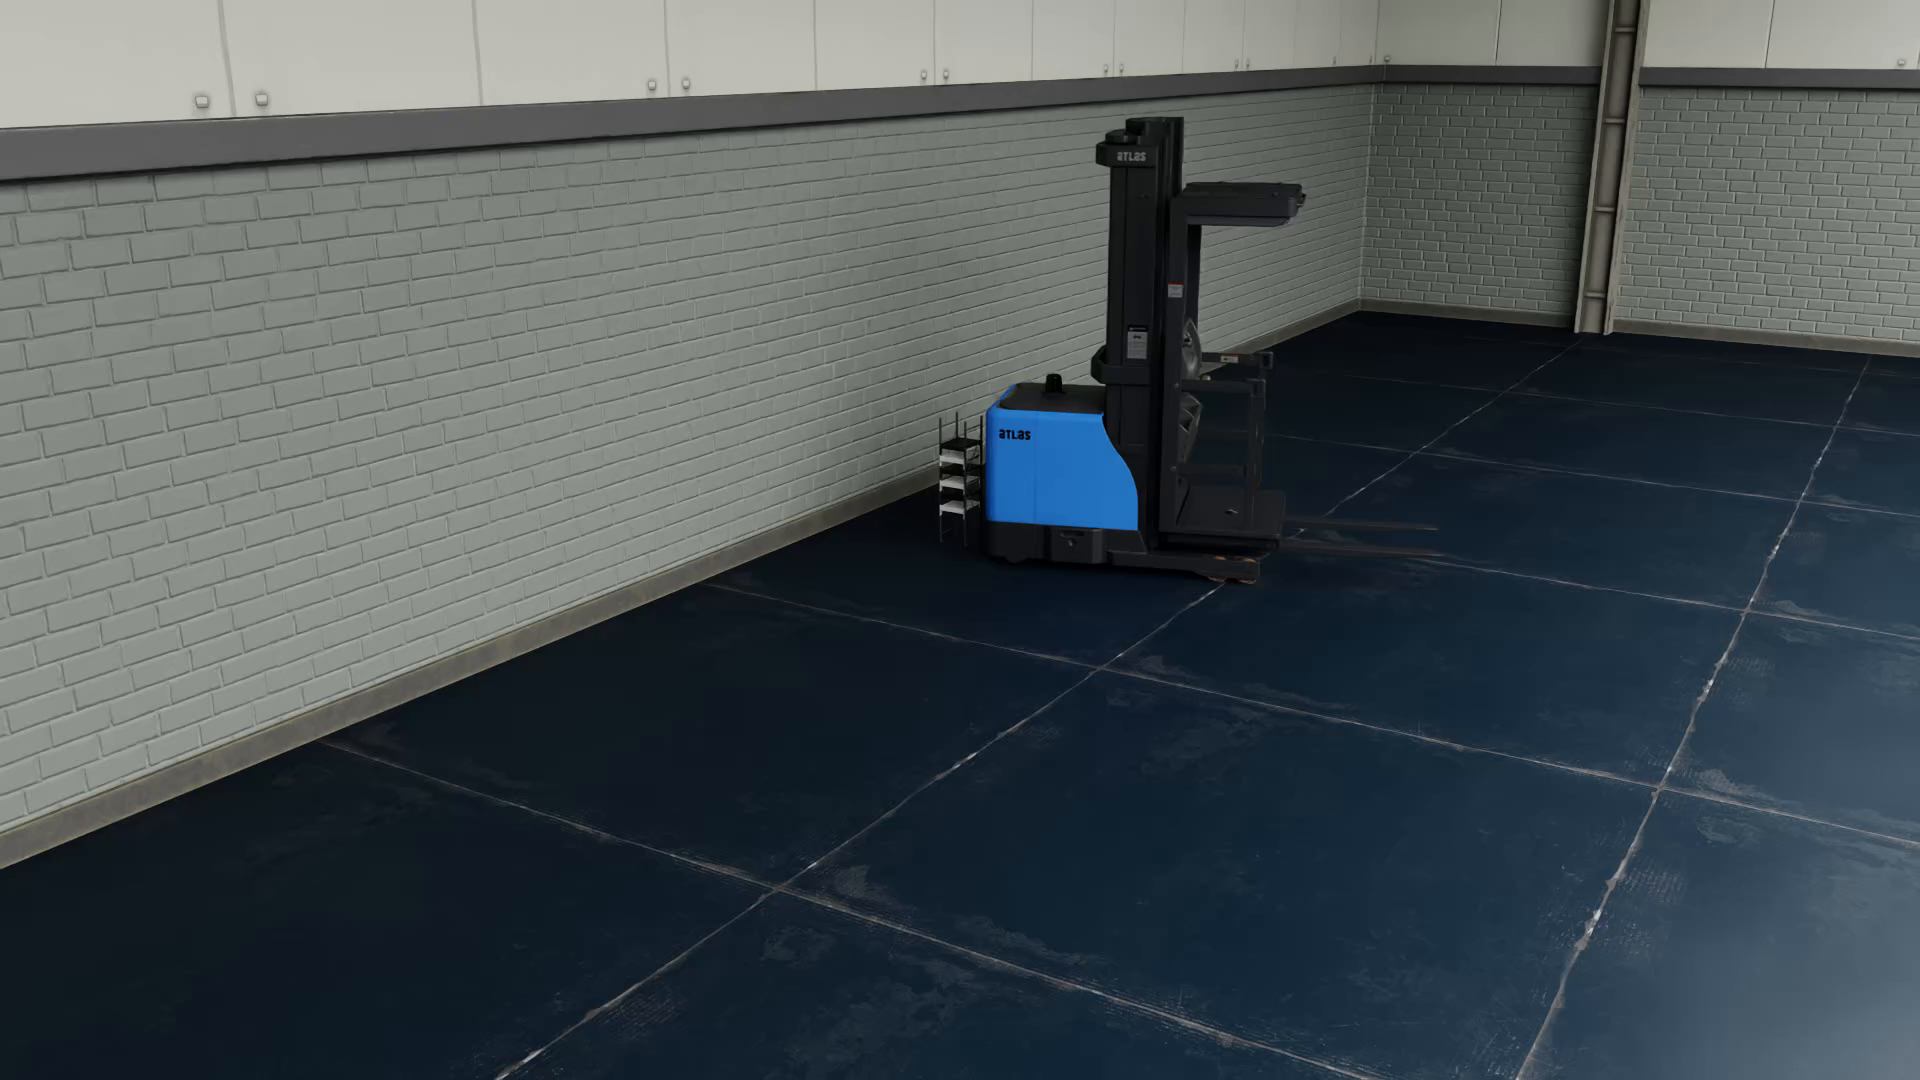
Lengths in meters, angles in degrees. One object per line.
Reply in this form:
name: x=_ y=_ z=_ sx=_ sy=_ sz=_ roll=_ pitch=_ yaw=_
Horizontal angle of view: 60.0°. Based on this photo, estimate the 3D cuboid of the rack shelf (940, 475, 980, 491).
rack shelf: x=0.007 y=-0.397 z=11.756 sx=0.200 sy=0.077 sz=0.258 roll=10 pitch=20 yaw=30

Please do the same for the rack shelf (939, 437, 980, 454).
rack shelf: x=0.007 y=-0.656 z=11.678 sx=0.200 sy=0.077 sz=0.258 roll=10 pitch=20 yaw=30

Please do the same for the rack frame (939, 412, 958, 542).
rack frame: x=-0.080 y=-0.445 z=11.797 sx=0.006 sy=0.900 sz=0.240 roll=10 pitch=20 yaw=30

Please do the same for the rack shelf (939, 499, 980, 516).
rack shelf: x=0.007 y=-0.225 z=11.808 sx=0.200 sy=0.077 sz=0.258 roll=10 pitch=20 yaw=30

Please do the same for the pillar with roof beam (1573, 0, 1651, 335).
pillar with roof beam: x=5.446 y=-5.772 z=15.402 sx=0.400 sy=9.000 sz=9.100 roll=10 pitch=20 yaw=30

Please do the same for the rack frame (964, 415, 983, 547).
rack frame: x=0.094 y=-0.414 z=11.695 sx=0.006 sy=0.900 sz=0.240 roll=10 pitch=20 yaw=30

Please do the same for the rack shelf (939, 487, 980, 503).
rack shelf: x=0.007 y=-0.311 z=11.782 sx=0.200 sy=0.077 sz=0.258 roll=10 pitch=20 yaw=30

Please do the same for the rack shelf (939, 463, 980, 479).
rack shelf: x=0.007 y=-0.484 z=11.730 sx=0.200 sy=0.077 sz=0.258 roll=10 pitch=20 yaw=30

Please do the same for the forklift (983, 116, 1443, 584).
forklift: x=1.730 y=-1.282 z=11.059 sx=3.031 sy=2.935 sz=1.130 roll=4 pitch=17 yaw=12

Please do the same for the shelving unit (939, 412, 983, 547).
shelving unit: x=0.007 y=-0.429 z=11.746 sx=0.210 sy=0.900 sz=0.258 roll=10 pitch=20 yaw=30

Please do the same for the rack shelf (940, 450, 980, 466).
rack shelf: x=0.007 y=-0.570 z=11.704 sx=0.200 sy=0.077 sz=0.258 roll=10 pitch=20 yaw=30
